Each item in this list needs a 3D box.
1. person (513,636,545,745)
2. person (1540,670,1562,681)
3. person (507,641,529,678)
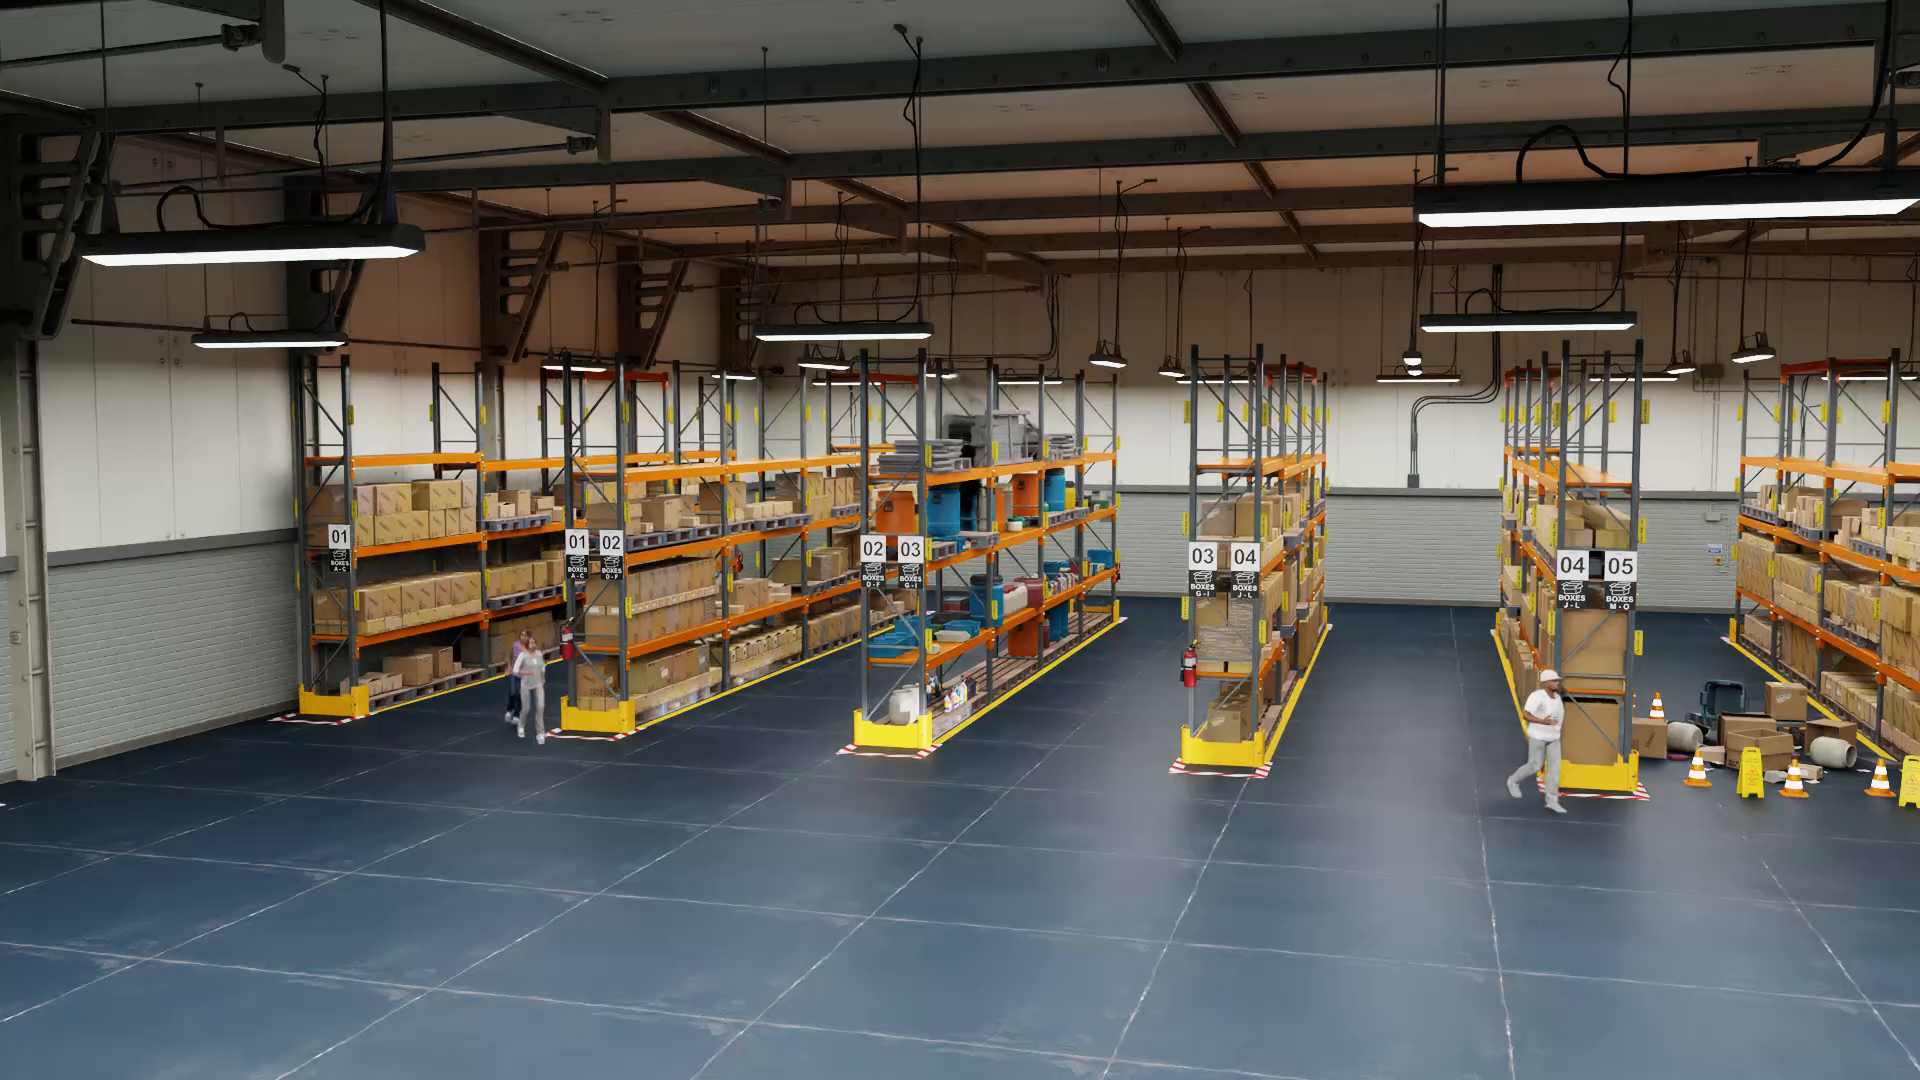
[{"bbox_3d":[-6.571,2.284,25.463,0.547,1.602,0.780,-3,5,-31],"label":"person"},{"bbox_3d":[7.517,1.734,21.142,0.211,0.163,0.287,-2,5,-27],"label":"person"},{"bbox_3d":[-7.101,1.933,26.924,0.518,0.589,0.389,0,4,-6],"label":"person"}]
